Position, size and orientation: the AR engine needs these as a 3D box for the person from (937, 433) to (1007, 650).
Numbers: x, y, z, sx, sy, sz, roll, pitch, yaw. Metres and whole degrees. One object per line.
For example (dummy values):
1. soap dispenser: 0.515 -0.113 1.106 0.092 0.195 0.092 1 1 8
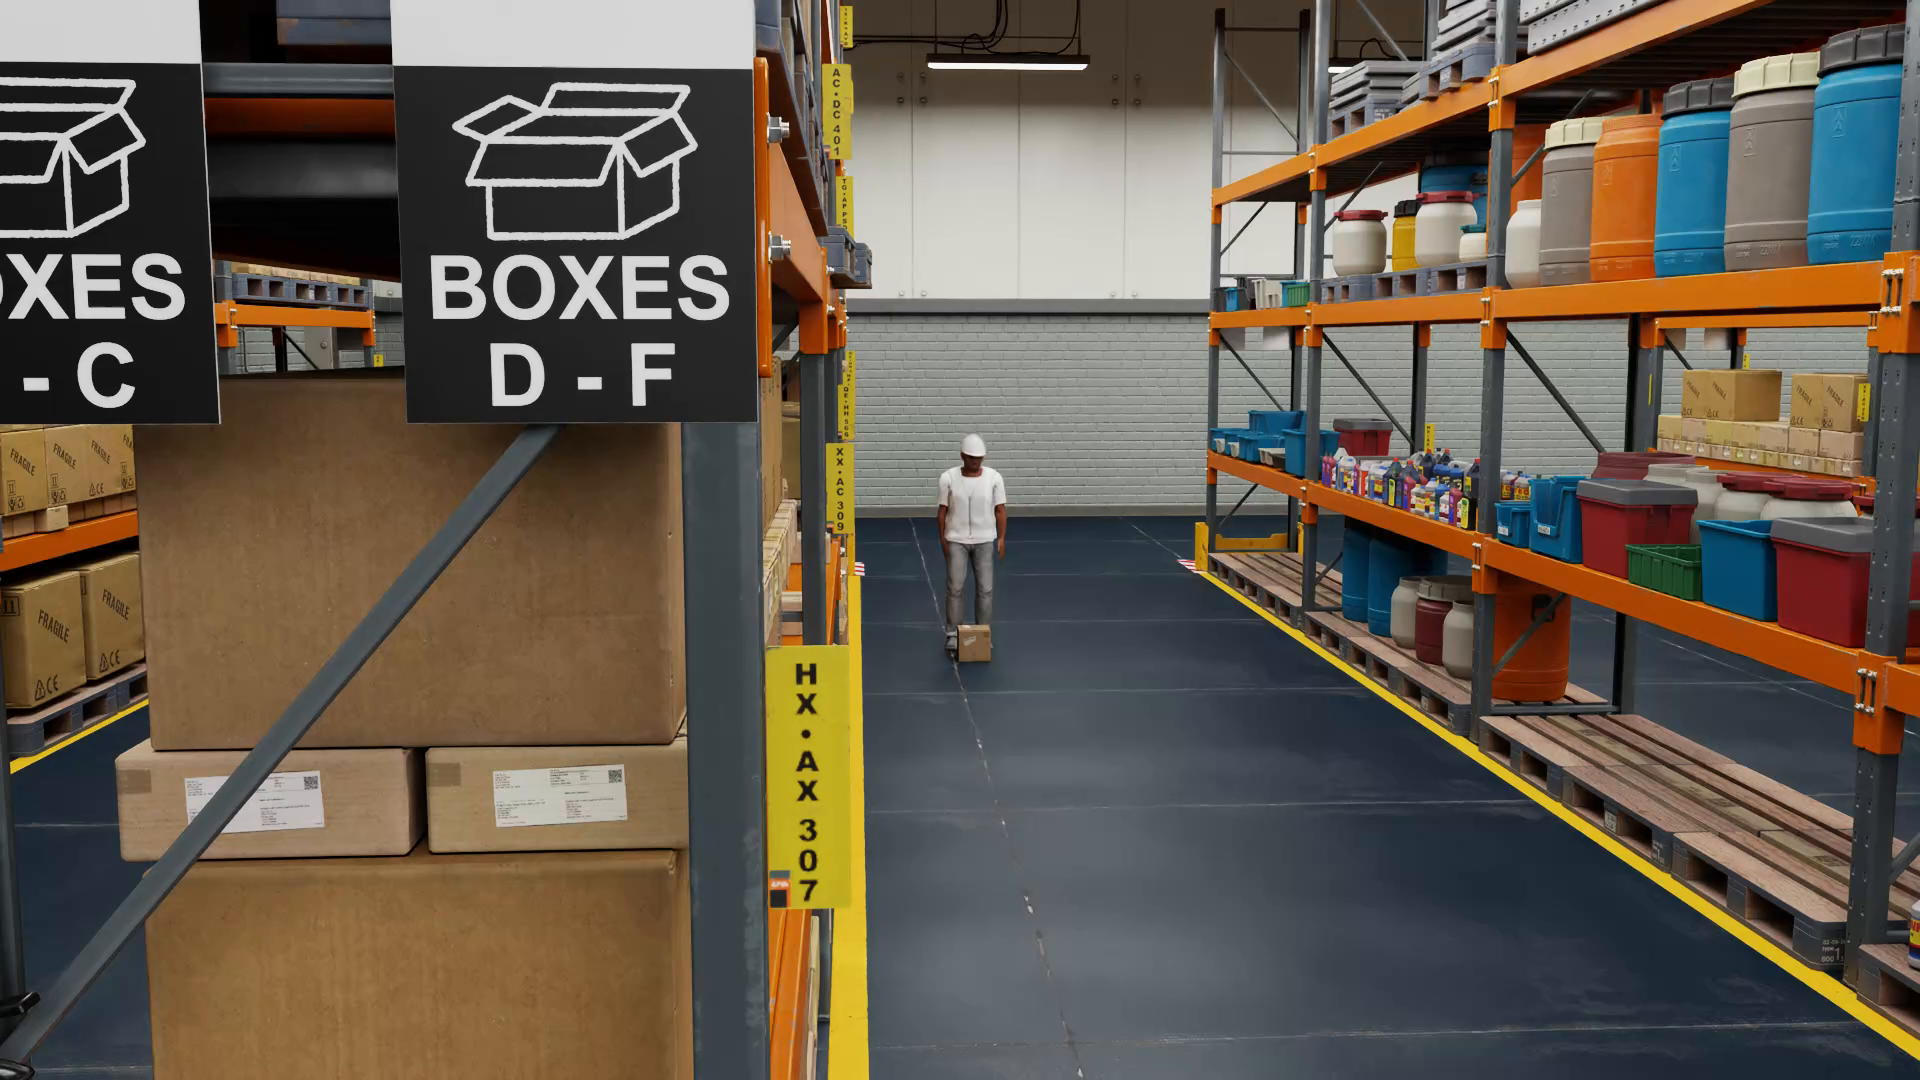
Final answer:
1. person: 0.099 0.011 13.566 0.568 1.760 0.367 0 7 -2
